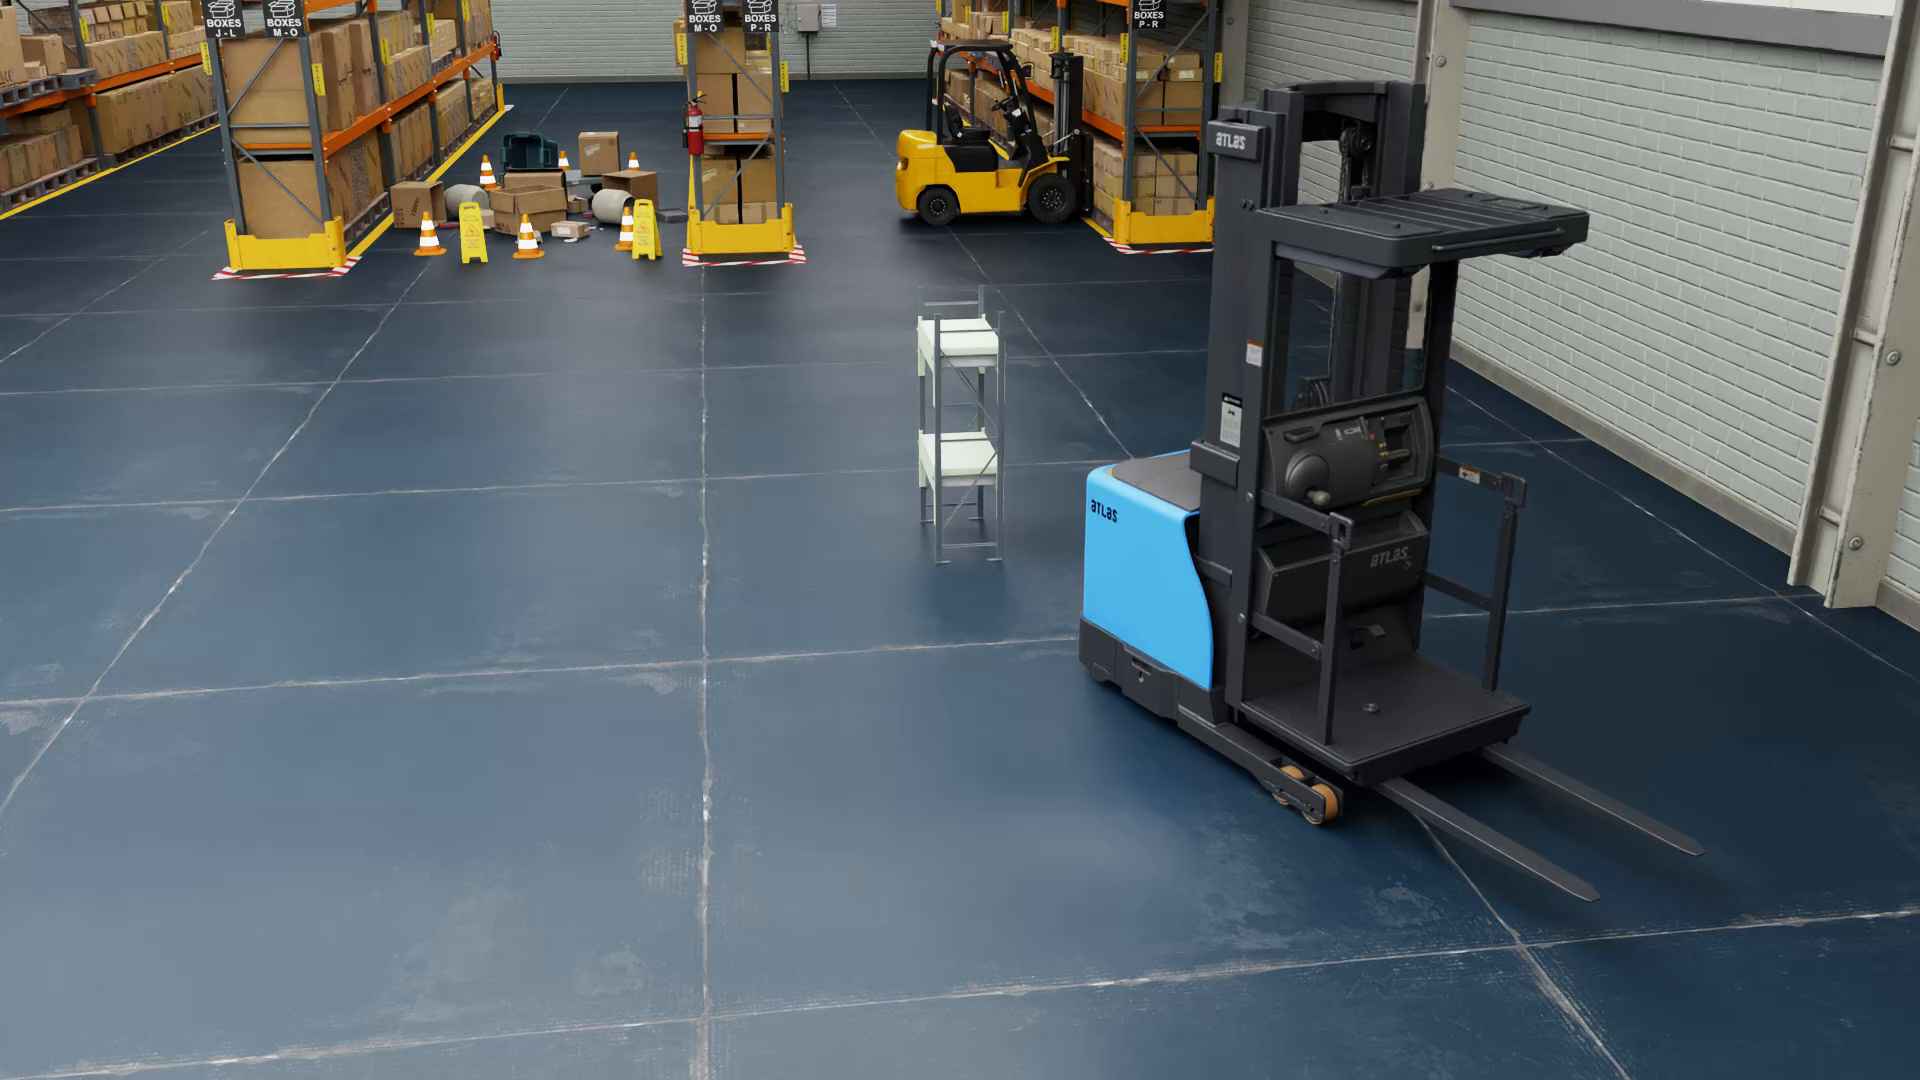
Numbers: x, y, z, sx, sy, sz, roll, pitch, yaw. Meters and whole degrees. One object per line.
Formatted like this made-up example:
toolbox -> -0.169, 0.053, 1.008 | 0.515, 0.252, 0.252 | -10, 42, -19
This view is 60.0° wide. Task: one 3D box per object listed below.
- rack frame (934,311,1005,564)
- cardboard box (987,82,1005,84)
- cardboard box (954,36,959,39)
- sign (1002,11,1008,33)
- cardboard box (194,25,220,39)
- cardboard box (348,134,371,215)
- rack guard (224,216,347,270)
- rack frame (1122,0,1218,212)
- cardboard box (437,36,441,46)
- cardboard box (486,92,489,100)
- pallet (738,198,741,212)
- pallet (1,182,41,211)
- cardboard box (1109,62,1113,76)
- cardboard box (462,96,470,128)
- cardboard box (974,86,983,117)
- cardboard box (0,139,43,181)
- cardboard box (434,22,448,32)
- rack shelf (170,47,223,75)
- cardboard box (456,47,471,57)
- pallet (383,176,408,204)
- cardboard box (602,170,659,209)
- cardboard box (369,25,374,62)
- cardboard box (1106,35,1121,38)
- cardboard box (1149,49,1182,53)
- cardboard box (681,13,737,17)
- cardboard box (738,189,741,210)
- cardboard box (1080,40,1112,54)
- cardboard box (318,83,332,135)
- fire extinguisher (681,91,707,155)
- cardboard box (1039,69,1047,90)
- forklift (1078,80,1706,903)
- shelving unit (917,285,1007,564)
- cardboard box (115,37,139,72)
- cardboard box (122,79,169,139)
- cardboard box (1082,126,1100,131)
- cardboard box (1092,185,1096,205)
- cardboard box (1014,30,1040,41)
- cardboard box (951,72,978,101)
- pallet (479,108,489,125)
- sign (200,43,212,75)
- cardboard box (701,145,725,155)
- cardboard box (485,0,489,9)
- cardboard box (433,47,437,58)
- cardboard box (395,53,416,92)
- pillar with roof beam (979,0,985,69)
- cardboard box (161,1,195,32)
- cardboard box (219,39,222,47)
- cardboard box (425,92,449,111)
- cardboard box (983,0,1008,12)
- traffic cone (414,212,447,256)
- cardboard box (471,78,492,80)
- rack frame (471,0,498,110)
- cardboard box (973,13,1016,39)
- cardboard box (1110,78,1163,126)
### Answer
rack frame -> 0.054, -0.574, 9.608 | 0.400, 1.500, 0.023 | -3, 21, -8
cardboard box -> 0.690, -8.043, 29.510 | 0.380, 0.149, 0.250 | -3, 21, -9
cardboard box -> 0.078, -9.727, 32.331 | 0.380, 0.149, 0.250 | -2, 21, -7
sign -> 0.725, -8.216, 26.384 | 0.100, 0.325, 0.005 | -3, 21, -8
cardboard box -> -14.206, -9.498, 31.149 | 0.500, 0.250, 0.500 | -3, 21, -9
cardboard box -> -7.803, -4.488, 20.381 | 0.875, 0.875, 0.875 | -3, 21, -7
rack guard -> -7.378, -3.255, 18.218 | 1.175, 0.500, 0.348 | -3, 21, -8
rack frame -> 2.414, -4.971, 19.239 | 1.000, 3.000, 0.127 | -3, 21, -8
cardboard box -> -8.593, -8.046, 26.806 | 0.380, 0.149, 0.250 | -3, 21, -8
cardboard box -> -9.165, -8.448, 31.598 | 0.380, 0.149, 0.250 | -3, 21, -7
pallet -> -2.763, -4.144, 21.010 | 1.003, 0.211, 1.213 | -3, 21, -8
pallet -> -12.995, -4.568, 22.144 | 1.003, 0.211, 1.213 | -3, 21, -8
cardboard box -> 2.019, -5.694, 20.104 | 0.380, 0.149, 0.250 | -3, 21, -8
cardboard box -> -8.755, -7.372, 28.639 | 0.500, 0.500, 0.500 | -3, 21, -9
cardboard box -> 0.531, -7.973, 30.248 | 0.500, 0.500, 0.500 | -2, 21, -5
cardboard box -> -13.079, -5.213, 22.830 | 0.700, 0.500, 0.500 | -5, 21, -12
cardboard box -> -8.747, -8.545, 27.715 | 0.380, 0.149, 0.250 | -3, 21, -8
rack shelf -> -14.322, -8.730, 30.331 | 1.077, 0.370, 4.000 | -3, 21, -8
cardboard box -> -8.828, -8.586, 29.278 | 0.380, 0.149, 0.250 | -2, 21, -6
pallet -> -8.144, -4.777, 22.704 | 1.003, 0.211, 1.213 | -3, 21, -8
cardboard box -> -4.266, -4.495, 21.533 | 0.500, 0.500, 0.500 | 12, 24, 29
cardboard box -> -8.036, -6.507, 21.778 | 0.700, 0.500, 0.500 | -3, 21, -9
cardboard box -> 2.182, -6.751, 22.508 | 0.380, 0.149, 0.250 | -3, 21, -8
cardboard box -> 2.499, -5.858, 20.117 | 0.380, 0.149, 0.250 | -3, 21, -7
cardboard box -> -3.174, -6.418, 21.115 | 0.700, 0.500, 0.500 | -3, 21, -7
cardboard box -> -2.498, -4.287, 20.736 | 0.500, 0.250, 0.500 | -2, 21, -4
cardboard box -> 1.762, -6.364, 21.473 | 0.380, 0.149, 0.250 | -3, 21, -9
cardboard box -> -7.581, -4.821, 18.621 | 0.875, 0.550, 0.550 | -3, 21, -8
fire extinguisher -> -2.937, -4.620, 18.410 | 0.296, 0.674, 0.183 | -3, 21, -8
cardboard box -> 1.427, -6.621, 23.870 | 0.500, 0.250, 0.500 | -3, 21, -8
forklift -> 1.795, -0.360, 6.992 | 1.130, 2.935, 3.031 | -12, 24, -29
shelving unit -> 0.001, -0.700, 9.948 | 0.431, 1.500, 0.755 | -3, 21, -8
cardboard box -> -13.482, -7.747, 26.528 | 0.500, 0.500, 0.500 | -3, 21, -8
cardboard box -> -13.792, -7.046, 27.230 | 1.225, 0.875, 0.875 | -4, 21, -10
cardboard box -> 1.660, -5.372, 22.213 | 0.500, 0.250, 0.500 | -3, 21, -8
cardboard box -> 1.908, -4.373, 20.966 | 0.500, 0.250, 0.500 | -3, 21, -7
cardboard box -> 1.055, -7.874, 25.941 | 0.380, 0.149, 0.250 | -2, 21, -7
cardboard box -> 0.186, -9.022, 33.057 | 0.700, 0.500, 0.500 | -2, 21, -6
pallet -> -9.422, -7.937, 31.166 | 1.003, 0.211, 1.213 | -3, 21, -8
sign -> -7.920, -5.066, 17.498 | 0.100, 0.325, 0.005 | -3, 21, -8
cardboard box -> -2.991, -4.671, 19.766 | 0.380, 0.149, 0.250 | -2, 21, -6
cardboard box -> -9.376, -10.483, 32.000 | 0.500, 0.500, 0.500 | -3, 21, -9
cardboard box -> -8.518, -7.728, 26.380 | 0.380, 0.149, 0.250 | -2, 21, -5
cardboard box -> -7.984, -6.586, 23.419 | 0.500, 0.500, 0.500 | -3, 21, -7
pillar with roof beam -> -3.650, -14.083, 35.061 | 9.100, 9.000, 0.400 | -3, 21, -8
cardboard box -> -13.993, -9.324, 29.611 | 0.500, 0.500, 0.500 | -4, 21, -9
cardboard box -> -14.159, -9.358, 31.342 | 0.380, 0.149, 0.250 | -3, 21, -8
cardboard box -> -8.468, -7.008, 26.593 | 0.500, 0.250, 0.500 | -3, 21, -8
cardboard box -> 0.732, -10.075, 31.622 | 0.500, 0.500, 0.500 | -3, 21, -9
traffic cone -> -6.053, -3.502, 18.931 | 0.336, 0.463, 0.334 | -3, 21, -8
cardboard box -> -9.361, -8.944, 32.500 | 0.380, 0.149, 0.250 | -3, 21, -7
rack frame -> -9.688, -9.974, 32.635 | 1.000, 3.000, 0.127 | -3, 21, -8
cardboard box -> 0.607, -9.011, 29.313 | 0.700, 0.500, 0.500 | -3, 21, -7
cardboard box -> 2.083, -5.175, 19.642 | 0.500, 0.500, 0.500 | -3, 21, -9
